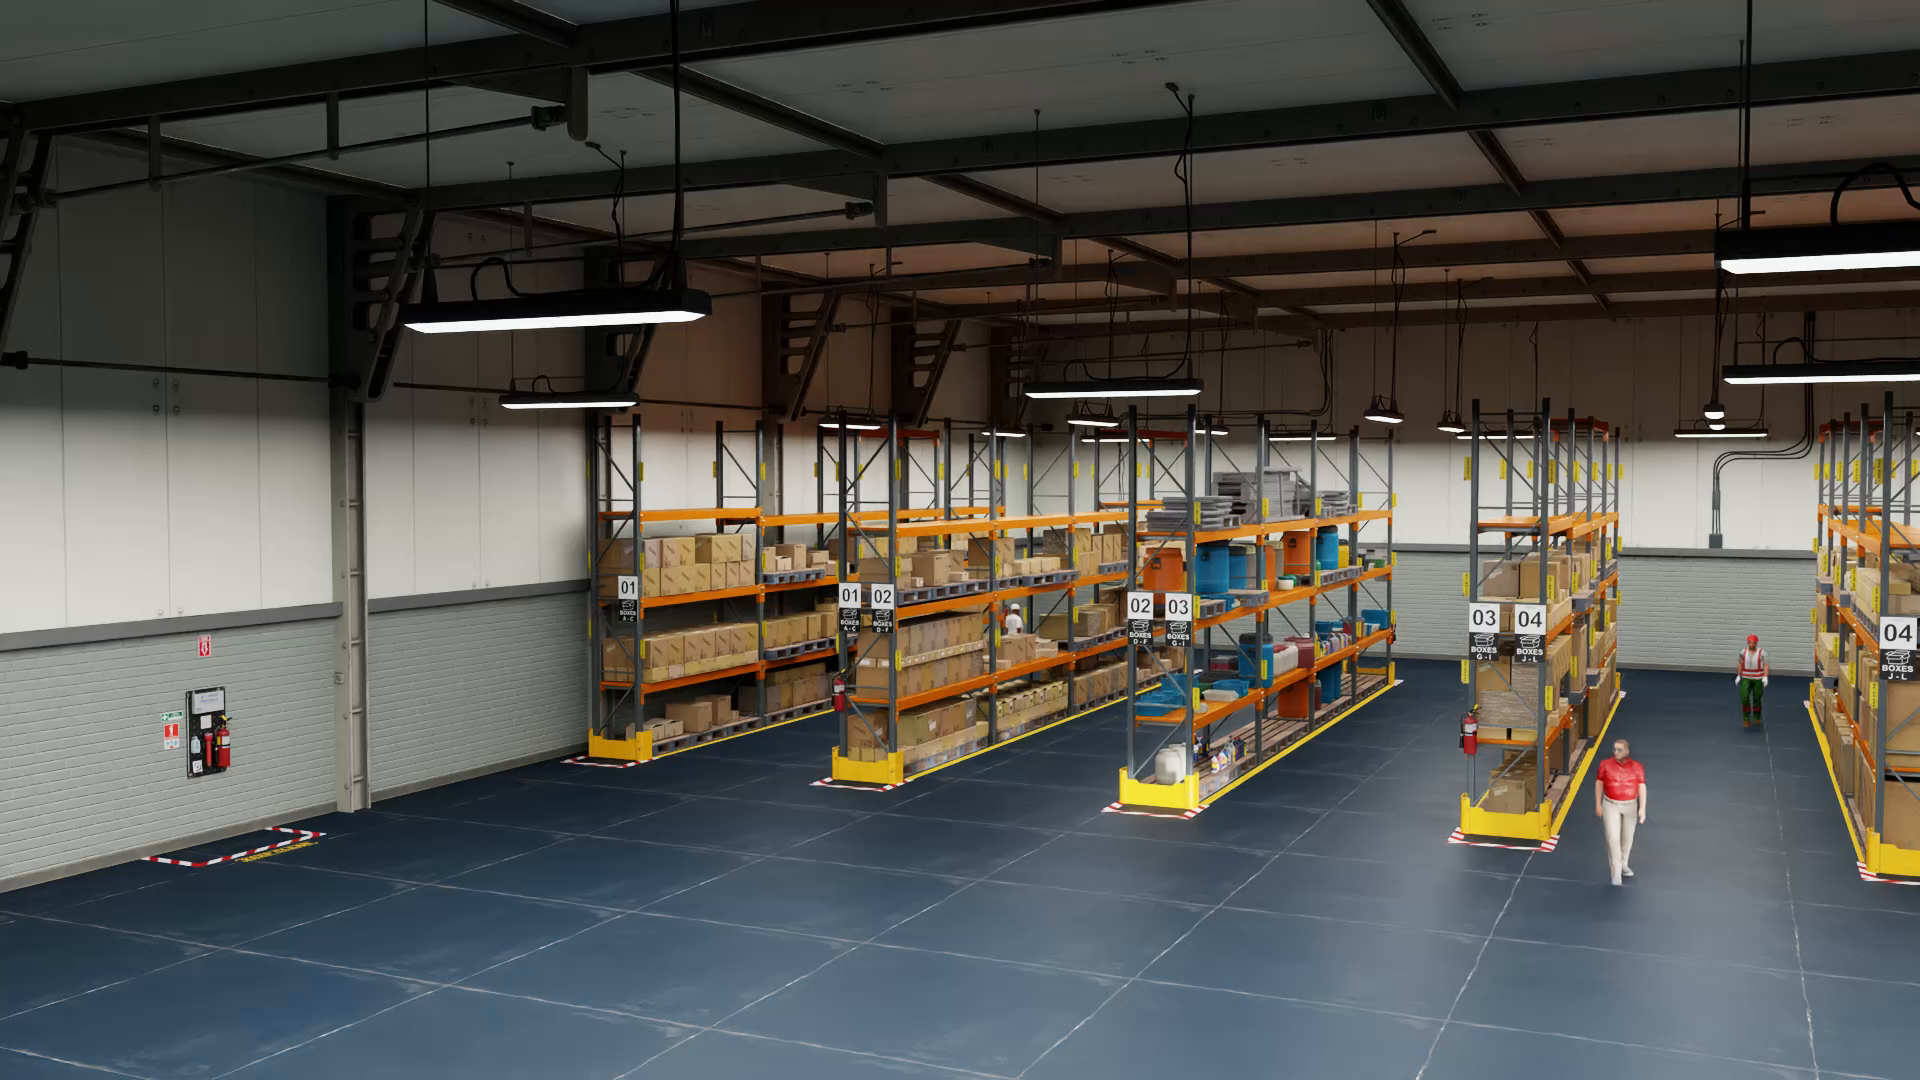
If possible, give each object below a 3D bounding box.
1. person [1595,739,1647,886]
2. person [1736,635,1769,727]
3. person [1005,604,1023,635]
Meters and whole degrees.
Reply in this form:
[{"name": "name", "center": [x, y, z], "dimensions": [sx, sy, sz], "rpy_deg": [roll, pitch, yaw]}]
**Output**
[{"name": "person", "center": [8.097, 3.332, 20.365], "dimensions": [0.560, 1.795, 0.685], "rpy_deg": [0, 2, 11]}, {"name": "person", "center": [15.617, 2.773, 32.781], "dimensions": [0.623, 1.825, 0.596], "rpy_deg": [2, 3, 37]}, {"name": "person", "center": [1.309, 2.448, 40.729], "dimensions": [0.502, 1.766, 0.599], "rpy_deg": [-2, 3, -38]}]
